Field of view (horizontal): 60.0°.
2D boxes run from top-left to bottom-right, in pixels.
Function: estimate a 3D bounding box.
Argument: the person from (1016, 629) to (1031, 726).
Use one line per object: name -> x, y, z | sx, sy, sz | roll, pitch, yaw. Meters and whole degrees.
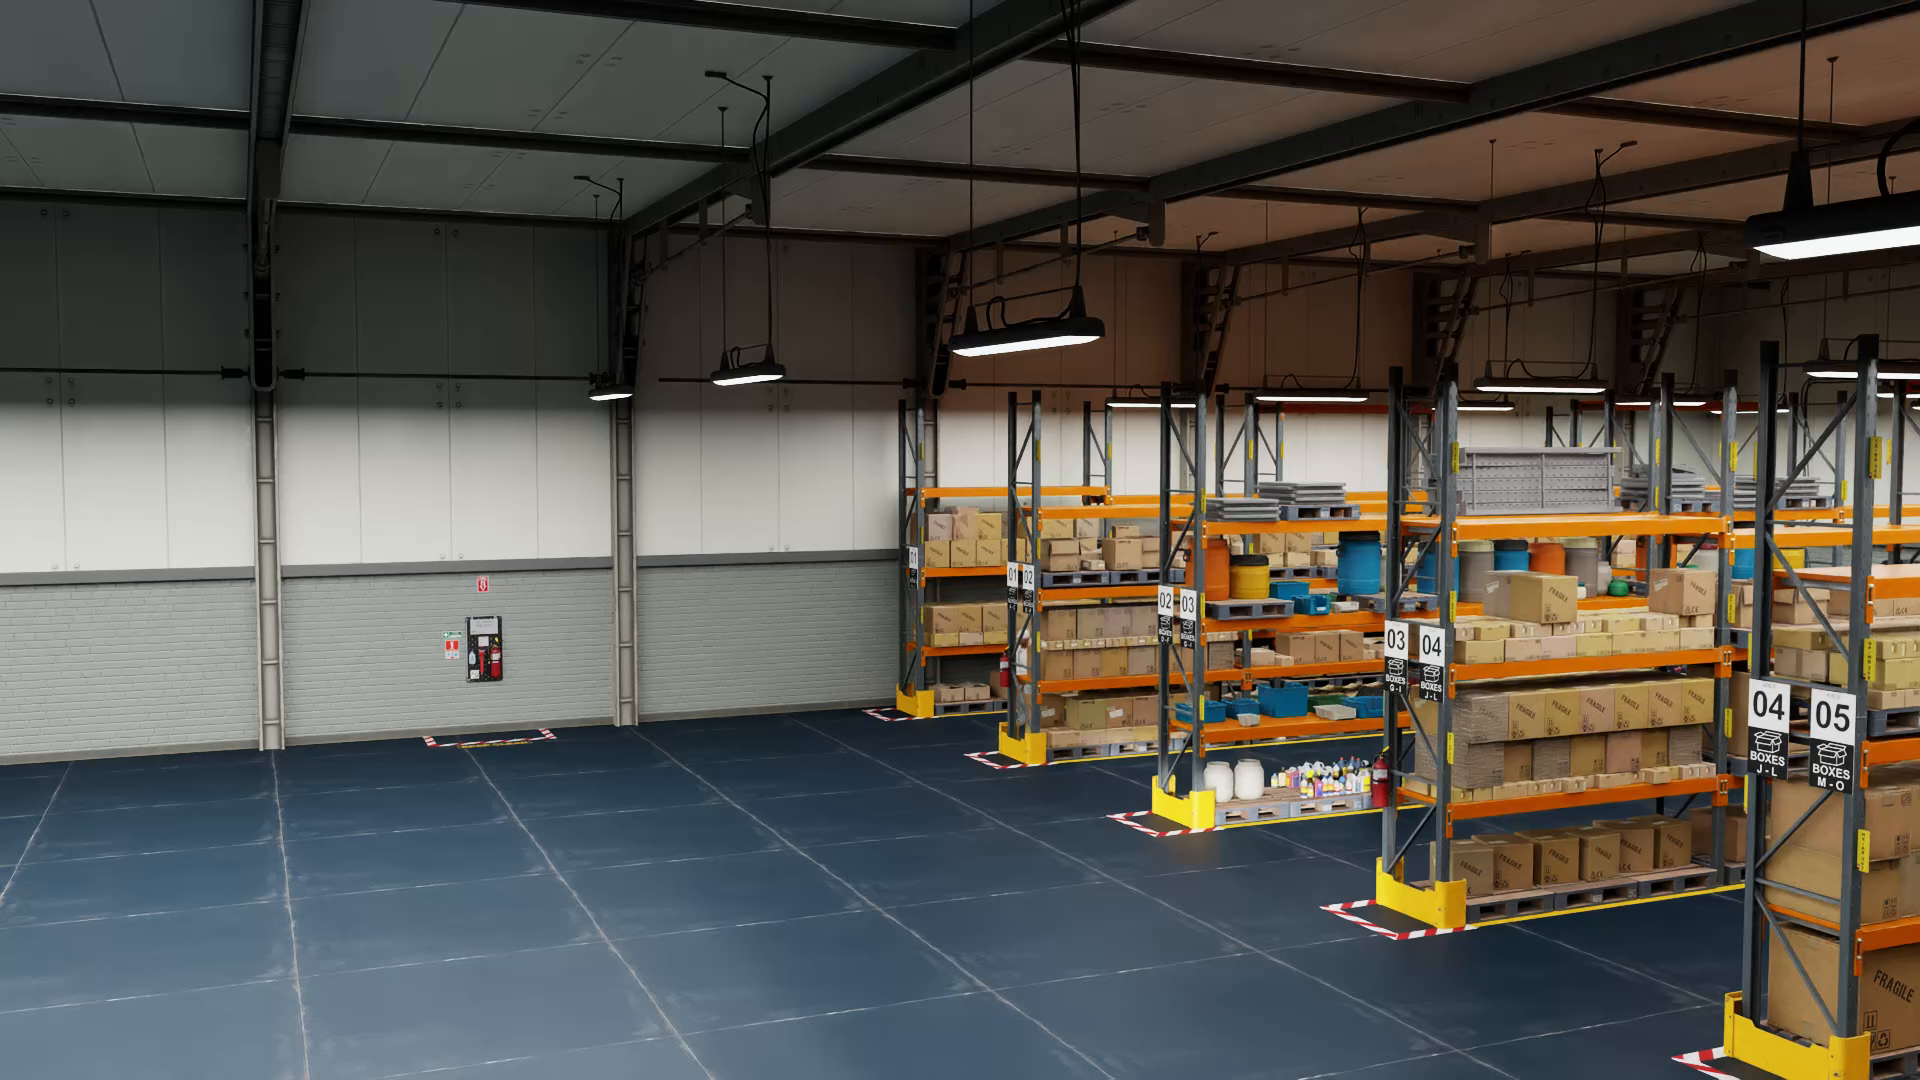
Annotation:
person -> 1.187, 2.529, 30.143 | 0.496, 1.844, 0.619 | -3, 4, -42
